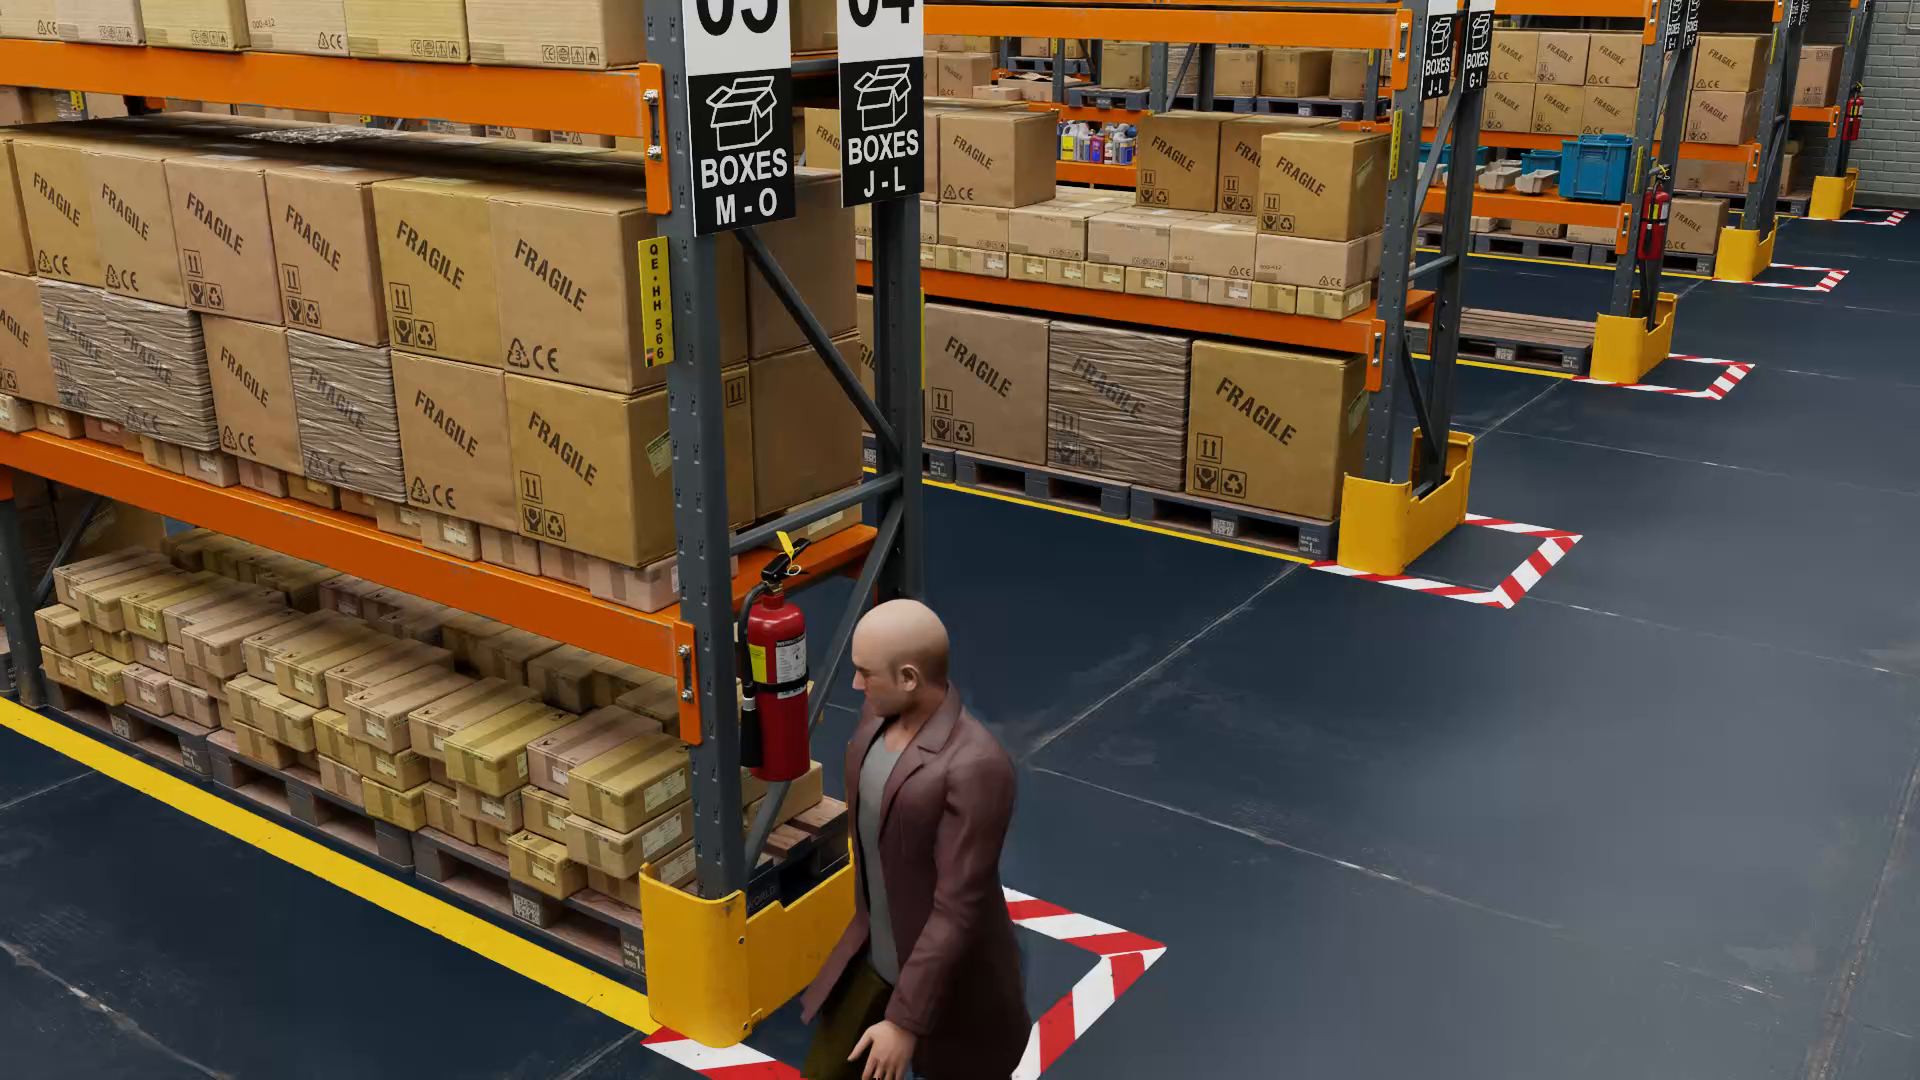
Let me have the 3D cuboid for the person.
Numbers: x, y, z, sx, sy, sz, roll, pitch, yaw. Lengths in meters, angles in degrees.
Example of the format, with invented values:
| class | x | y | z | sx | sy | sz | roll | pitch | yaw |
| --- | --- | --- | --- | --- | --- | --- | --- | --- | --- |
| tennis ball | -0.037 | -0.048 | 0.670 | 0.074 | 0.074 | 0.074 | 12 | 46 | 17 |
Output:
| class | x | y | z | sx | sy | sz | roll | pitch | yaw |
| --- | --- | --- | --- | --- | --- | --- | --- | --- | --- |
| person | -0.093 | 1.002 | 3.825 | 0.663 | 1.848 | 0.598 | -15 | 25 | -37 |
